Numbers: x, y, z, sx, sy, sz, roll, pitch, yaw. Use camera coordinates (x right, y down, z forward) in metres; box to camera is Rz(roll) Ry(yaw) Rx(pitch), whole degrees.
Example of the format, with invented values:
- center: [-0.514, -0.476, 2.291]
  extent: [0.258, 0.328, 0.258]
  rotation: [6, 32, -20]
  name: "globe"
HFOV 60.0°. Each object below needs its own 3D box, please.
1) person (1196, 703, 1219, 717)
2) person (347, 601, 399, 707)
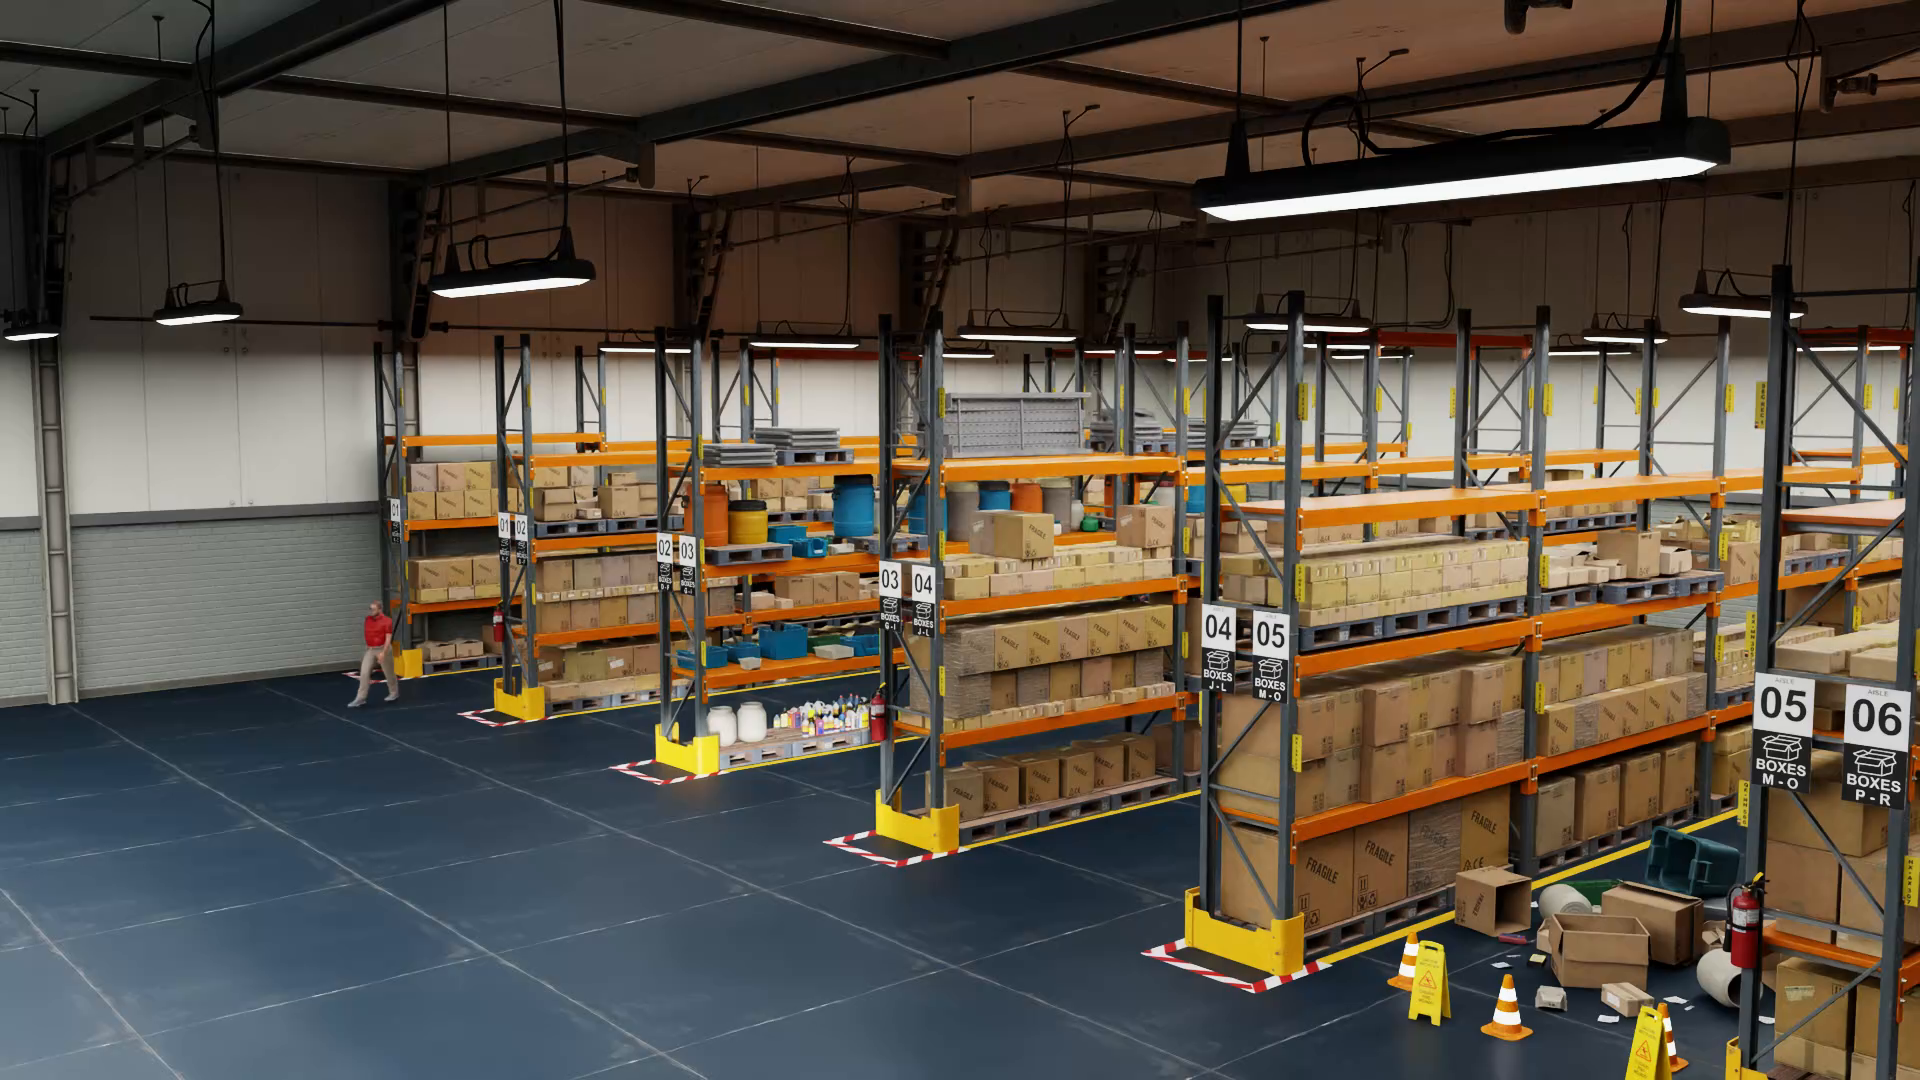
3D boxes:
- center: [3.605, 2.134, 24.598]
  extent: [1.053, 1.563, 0.566]
  rotation: [-5, 7, -42]
  name: "person"
- center: [-9.536, 1.833, 27.130]
  extent: [0.571, 1.681, 0.927]
  rotation: [1, 5, 10]
  name: "person"
